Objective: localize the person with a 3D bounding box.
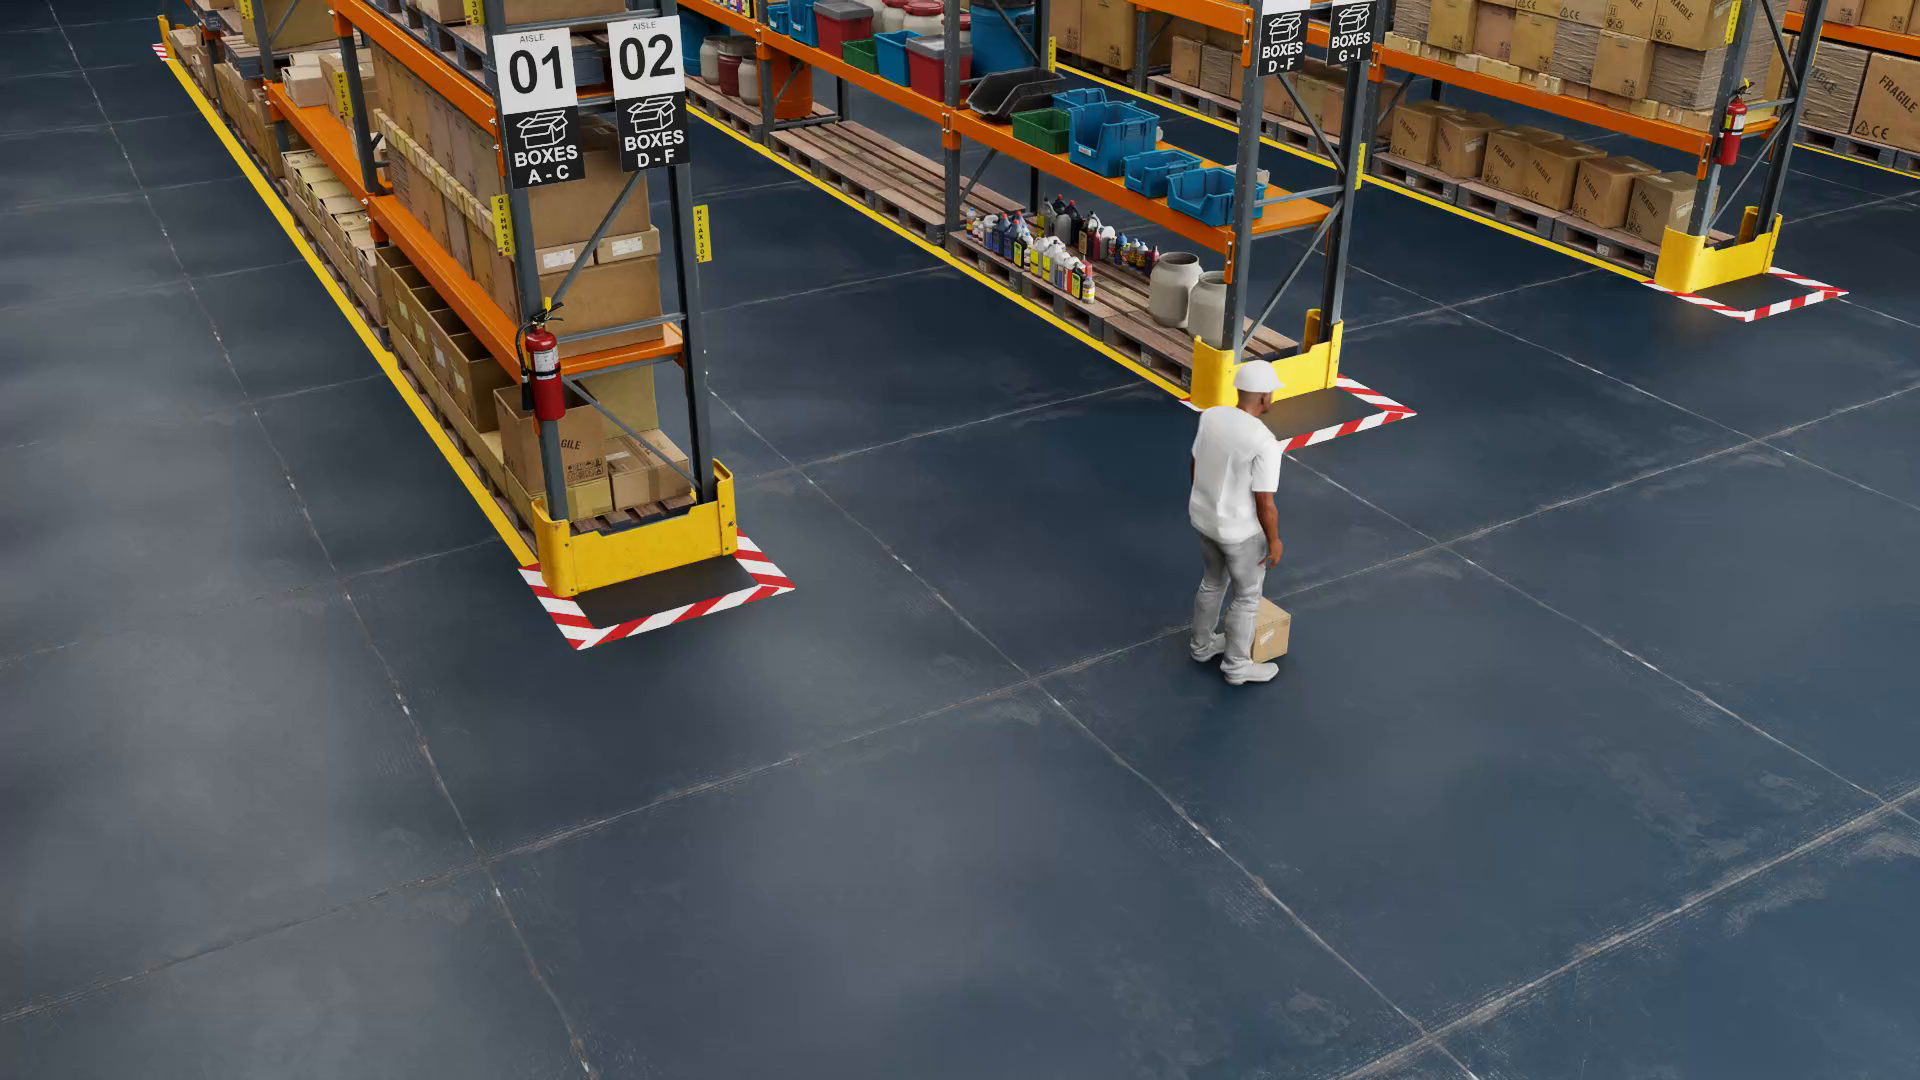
[{"bbox_3d":[1.455,-0.101,8.729,0.463,1.760,0.633,-16,33,-27],"label":"person"}]
